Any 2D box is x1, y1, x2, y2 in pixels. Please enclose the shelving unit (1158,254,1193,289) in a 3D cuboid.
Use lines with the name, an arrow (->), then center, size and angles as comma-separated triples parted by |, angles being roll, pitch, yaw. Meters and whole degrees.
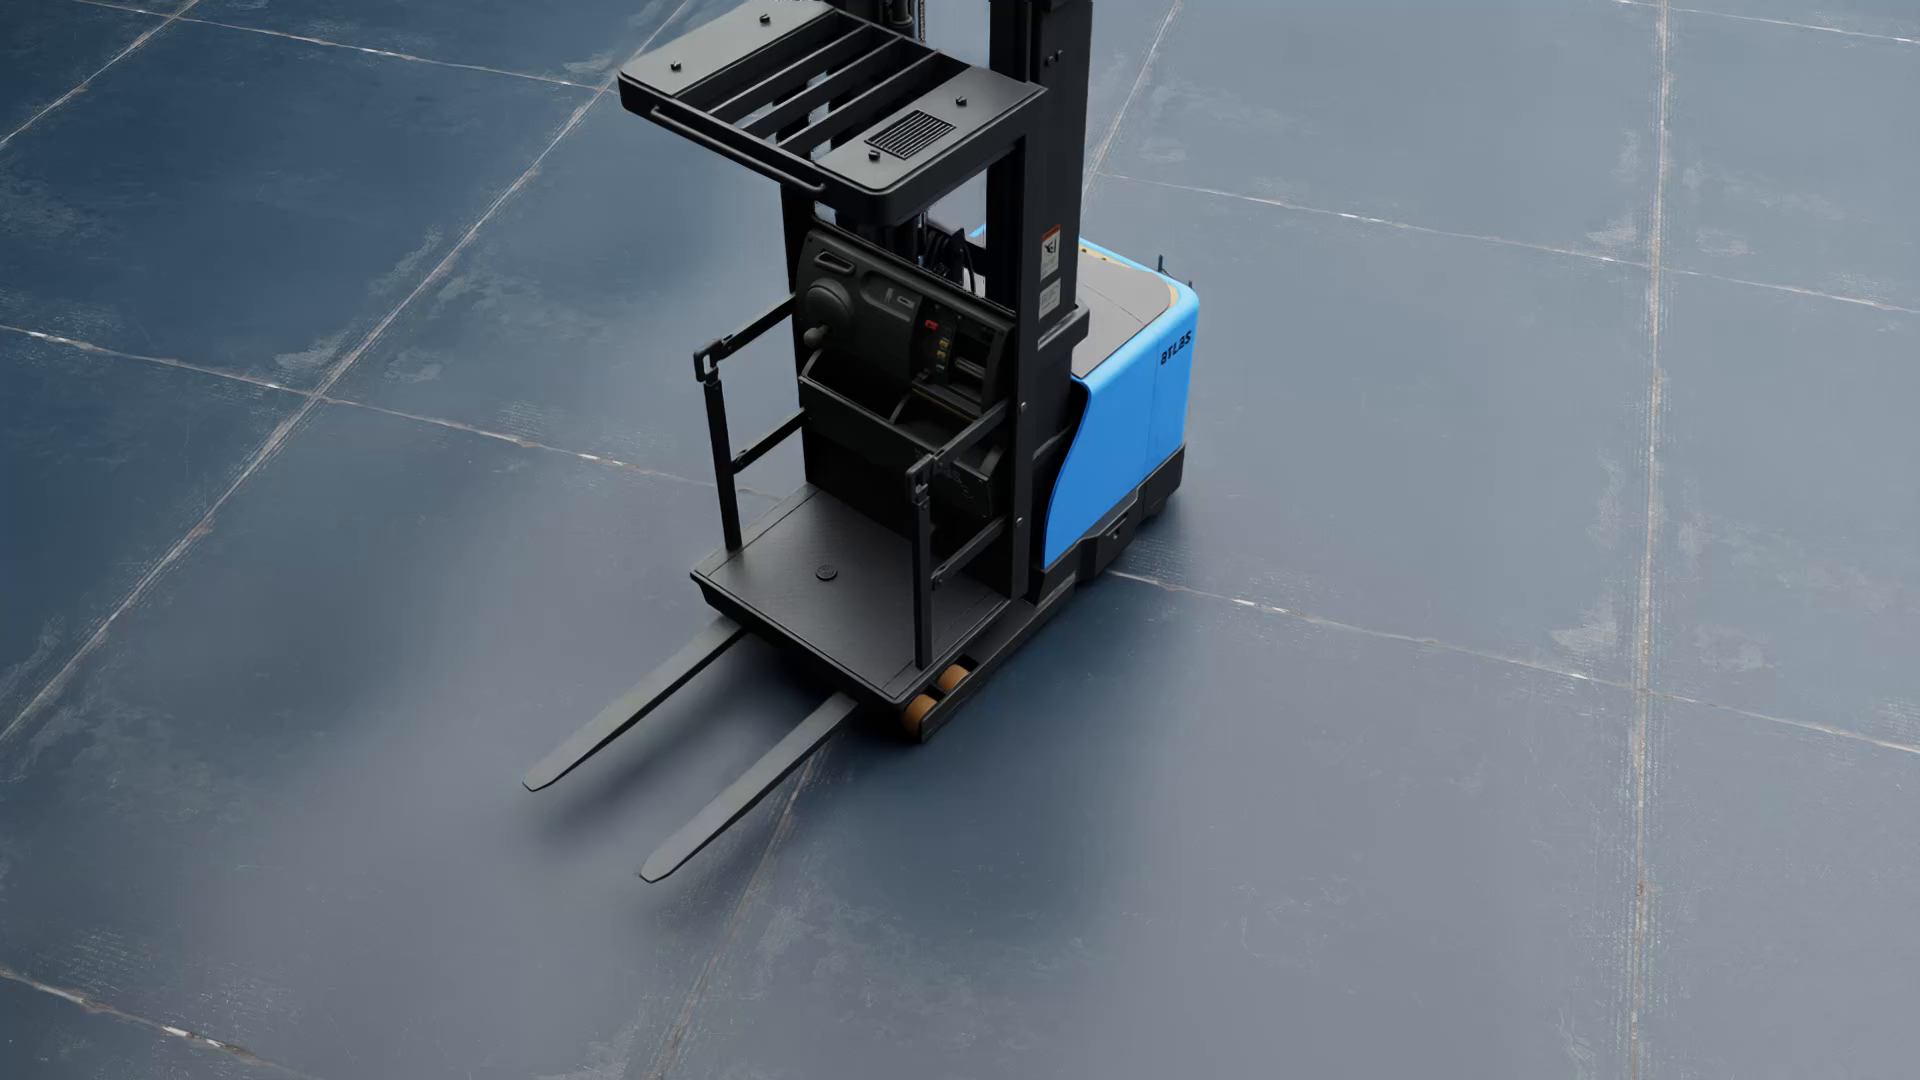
shelving unit -> 0.828, -0.795, 7.318 | 0.208, 0.900, 0.258 | -22, 48, -21

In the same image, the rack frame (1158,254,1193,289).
rack frame -> 0.915, -0.830, 7.354 | 0.006, 0.900, 0.240 | -22, 48, -21
